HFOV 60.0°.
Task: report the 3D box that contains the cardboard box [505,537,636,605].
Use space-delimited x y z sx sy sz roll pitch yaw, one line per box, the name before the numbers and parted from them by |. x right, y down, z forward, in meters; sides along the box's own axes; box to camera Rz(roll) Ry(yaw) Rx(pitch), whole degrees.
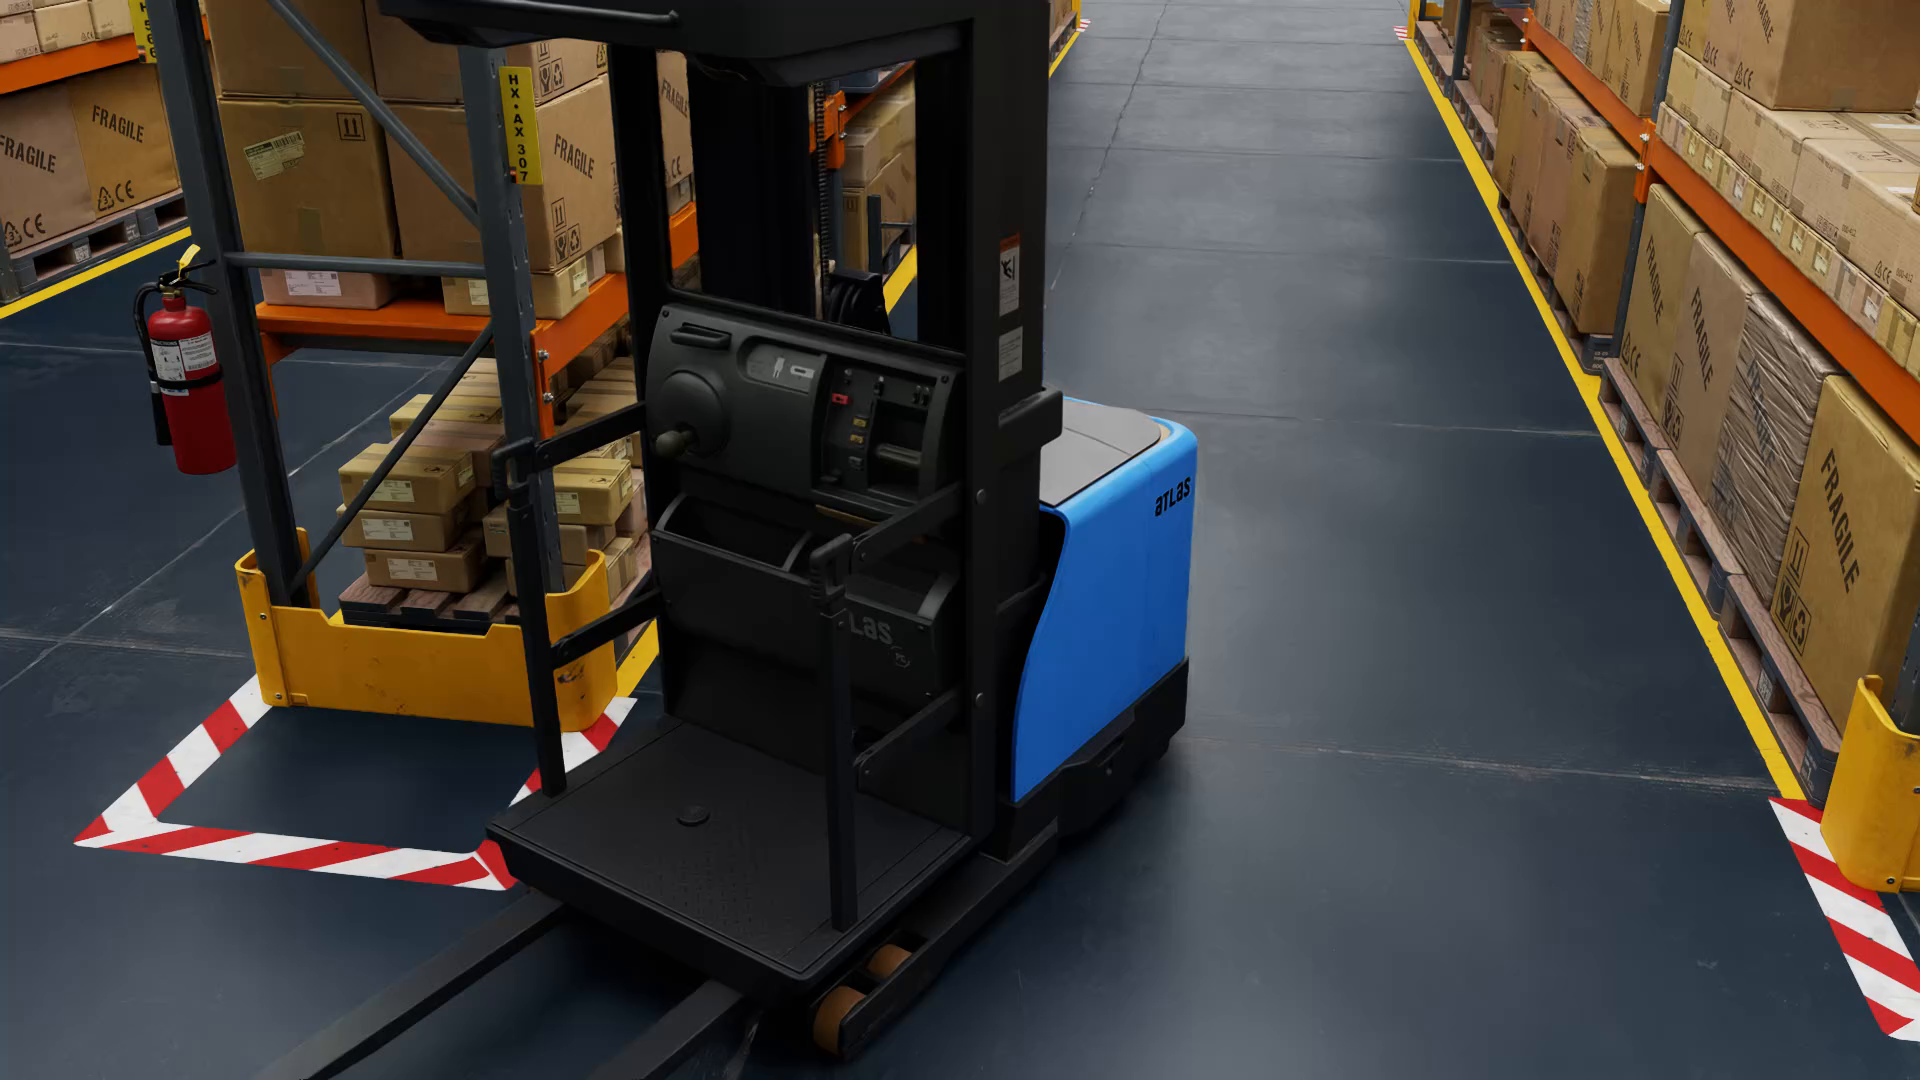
cardboard box | -1.371 0.096 5.874 0.380 0.149 0.250 5 25 10

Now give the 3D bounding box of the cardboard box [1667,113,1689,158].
cardboard box | 3.338 -1.771 7.291 0.380 0.149 0.250 3 25 7

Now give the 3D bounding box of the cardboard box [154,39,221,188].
cardboard box | -5.710 -3.027 11.689 0.875 0.875 0.875 4 25 9

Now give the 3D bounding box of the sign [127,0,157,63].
sign | -2.317 -1.522 4.726 0.100 0.325 0.005 4 25 9

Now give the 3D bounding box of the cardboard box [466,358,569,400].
cardboard box | -1.828 -0.654 6.774 0.380 0.149 0.250 5 26 10

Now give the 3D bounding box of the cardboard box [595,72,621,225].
cardboard box | -1.365 -1.382 5.696 0.500 0.500 0.500 4 25 9

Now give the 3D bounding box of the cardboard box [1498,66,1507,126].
cardboard box | 4.579 -3.350 12.798 0.700 0.500 0.500 2 25 4

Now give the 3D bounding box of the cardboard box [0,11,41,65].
cardboard box | -5.687 -2.880 9.540 0.500 0.250 0.500 3 25 7

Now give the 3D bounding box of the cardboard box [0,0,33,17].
cardboard box | -5.669 -3.105 9.432 0.500 0.250 0.500 3 25 7

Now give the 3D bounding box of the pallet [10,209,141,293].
pallet | -5.967 -1.847 10.446 1.003 0.211 1.213 4 25 9

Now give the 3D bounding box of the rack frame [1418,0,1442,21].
rack frame | 5.719 -7.114 18.410 1.000 3.000 0.127 4 25 9

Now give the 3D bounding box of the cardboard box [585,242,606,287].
cardboard box | -1.396 -0.916 5.466 0.380 0.149 0.250 5 26 10

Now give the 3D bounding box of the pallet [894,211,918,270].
pallet | -0.796 -2.056 10.892 1.003 0.211 1.213 4 25 9

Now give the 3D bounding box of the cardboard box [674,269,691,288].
cardboard box | -1.496 -1.189 7.917 0.380 0.149 0.250 3 25 7

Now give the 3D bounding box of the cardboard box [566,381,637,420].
cardboard box | -1.299 -0.502 6.449 0.380 0.149 0.250 3 25 6

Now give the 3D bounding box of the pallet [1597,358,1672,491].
pallet | 3.556 -0.520 7.611 1.003 0.211 1.213 4 25 9

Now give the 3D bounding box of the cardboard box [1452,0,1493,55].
cardboard box | 5.280 -5.169 16.707 0.500 0.500 0.500 2 25 4

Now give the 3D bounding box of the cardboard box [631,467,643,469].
cardboard box | -1.381 -0.262 6.289 0.380 0.149 0.250 4 25 9

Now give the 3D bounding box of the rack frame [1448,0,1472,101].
rack frame | 5.065 -5.441 14.836 1.000 3.000 0.127 4 25 9

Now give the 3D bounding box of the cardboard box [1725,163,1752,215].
cardboard box | 3.170 -1.339 6.368 0.380 0.149 0.250 4 25 9

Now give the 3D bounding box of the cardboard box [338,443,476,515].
cardboard box | -1.936 -0.215 5.838 0.380 0.149 0.250 4 25 9

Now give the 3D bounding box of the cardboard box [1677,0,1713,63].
cardboard box | 3.427 -2.319 7.107 0.500 0.500 0.500 4 25 9

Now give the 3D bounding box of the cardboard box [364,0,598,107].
cardboard box | -1.438 -1.610 5.004 0.500 0.500 0.500 4 25 8

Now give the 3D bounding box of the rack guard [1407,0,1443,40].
rack guard | 5.706 -5.950 18.872 1.175 0.500 0.348 4 25 9

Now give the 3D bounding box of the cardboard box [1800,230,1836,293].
cardboard box | 3.003 -0.907 5.447 0.380 0.149 0.250 3 25 7

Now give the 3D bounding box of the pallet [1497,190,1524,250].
pallet | 4.208 -2.181 11.160 1.003 0.211 1.213 4 25 9

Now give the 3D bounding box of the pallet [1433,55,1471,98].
pallet | 5.140 -4.461 16.032 1.003 0.211 1.213 4 25 9

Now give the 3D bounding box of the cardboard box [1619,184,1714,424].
cardboard box | 3.571 -1.053 7.471 0.875 0.875 0.875 4 25 9

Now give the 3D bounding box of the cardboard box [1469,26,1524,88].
cardboard box | 4.943 -4.253 14.727 0.700 0.500 0.500 2 25 4

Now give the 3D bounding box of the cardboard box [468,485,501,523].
cardboard box | -1.872 -0.188 6.130 0.380 0.149 0.250 3 25 7

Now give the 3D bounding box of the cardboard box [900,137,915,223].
cardboard box | -0.580 -2.271 10.517 0.500 0.500 0.500 4 25 9

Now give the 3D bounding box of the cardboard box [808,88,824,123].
cardboard box | -0.869 -2.116 8.029 0.380 0.149 0.250 3 25 7

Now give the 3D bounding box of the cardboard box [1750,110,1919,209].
cardboard box | 3.169 -1.353 5.929 0.500 0.250 0.500 4 25 9

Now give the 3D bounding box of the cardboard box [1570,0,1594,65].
cardboard box | 3.818 -2.990 9.481 0.500 0.500 0.500 4 25 9

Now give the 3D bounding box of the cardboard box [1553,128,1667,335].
cardboard box | 3.842 -1.592 8.624 1.225 0.875 0.875 4 25 9

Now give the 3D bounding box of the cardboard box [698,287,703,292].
cardboard box | -1.029 -1.046 7.611 0.380 0.149 0.250 3 25 6

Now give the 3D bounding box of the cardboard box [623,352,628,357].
cardboard box | -1.670 -0.842 7.526 0.380 0.149 0.250 4 25 8

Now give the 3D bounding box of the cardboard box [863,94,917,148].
cardboard box | -0.565 -2.605 10.346 0.500 0.250 0.500 5 26 11

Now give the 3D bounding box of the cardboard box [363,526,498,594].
cardboard box | -1.893 0.058 5.955 0.380 0.149 0.250 4 25 9

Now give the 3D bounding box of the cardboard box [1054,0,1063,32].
cardboard box | 0.655 -6.071 18.194 0.875 0.875 0.875 4 25 8

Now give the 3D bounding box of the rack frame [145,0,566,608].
rack frame | -1.773 -0.808 4.938 1.000 3.000 0.127 4 25 9

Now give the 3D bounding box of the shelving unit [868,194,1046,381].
shelving unit | 0.014 -0.715 6.508 0.538 1.500 1.048 4 25 9

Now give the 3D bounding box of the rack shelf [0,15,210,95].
rack shelf | -5.692 -3.292 11.094 1.077 0.370 4.000 4 25 9

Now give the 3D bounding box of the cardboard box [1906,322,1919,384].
cardboard box | 2.837 -0.480 4.534 0.380 0.149 0.250 5 25 10

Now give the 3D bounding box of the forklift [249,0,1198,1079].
forklift | -0.530 -0.299 3.931 1.130 2.935 3.031 16 30 31
